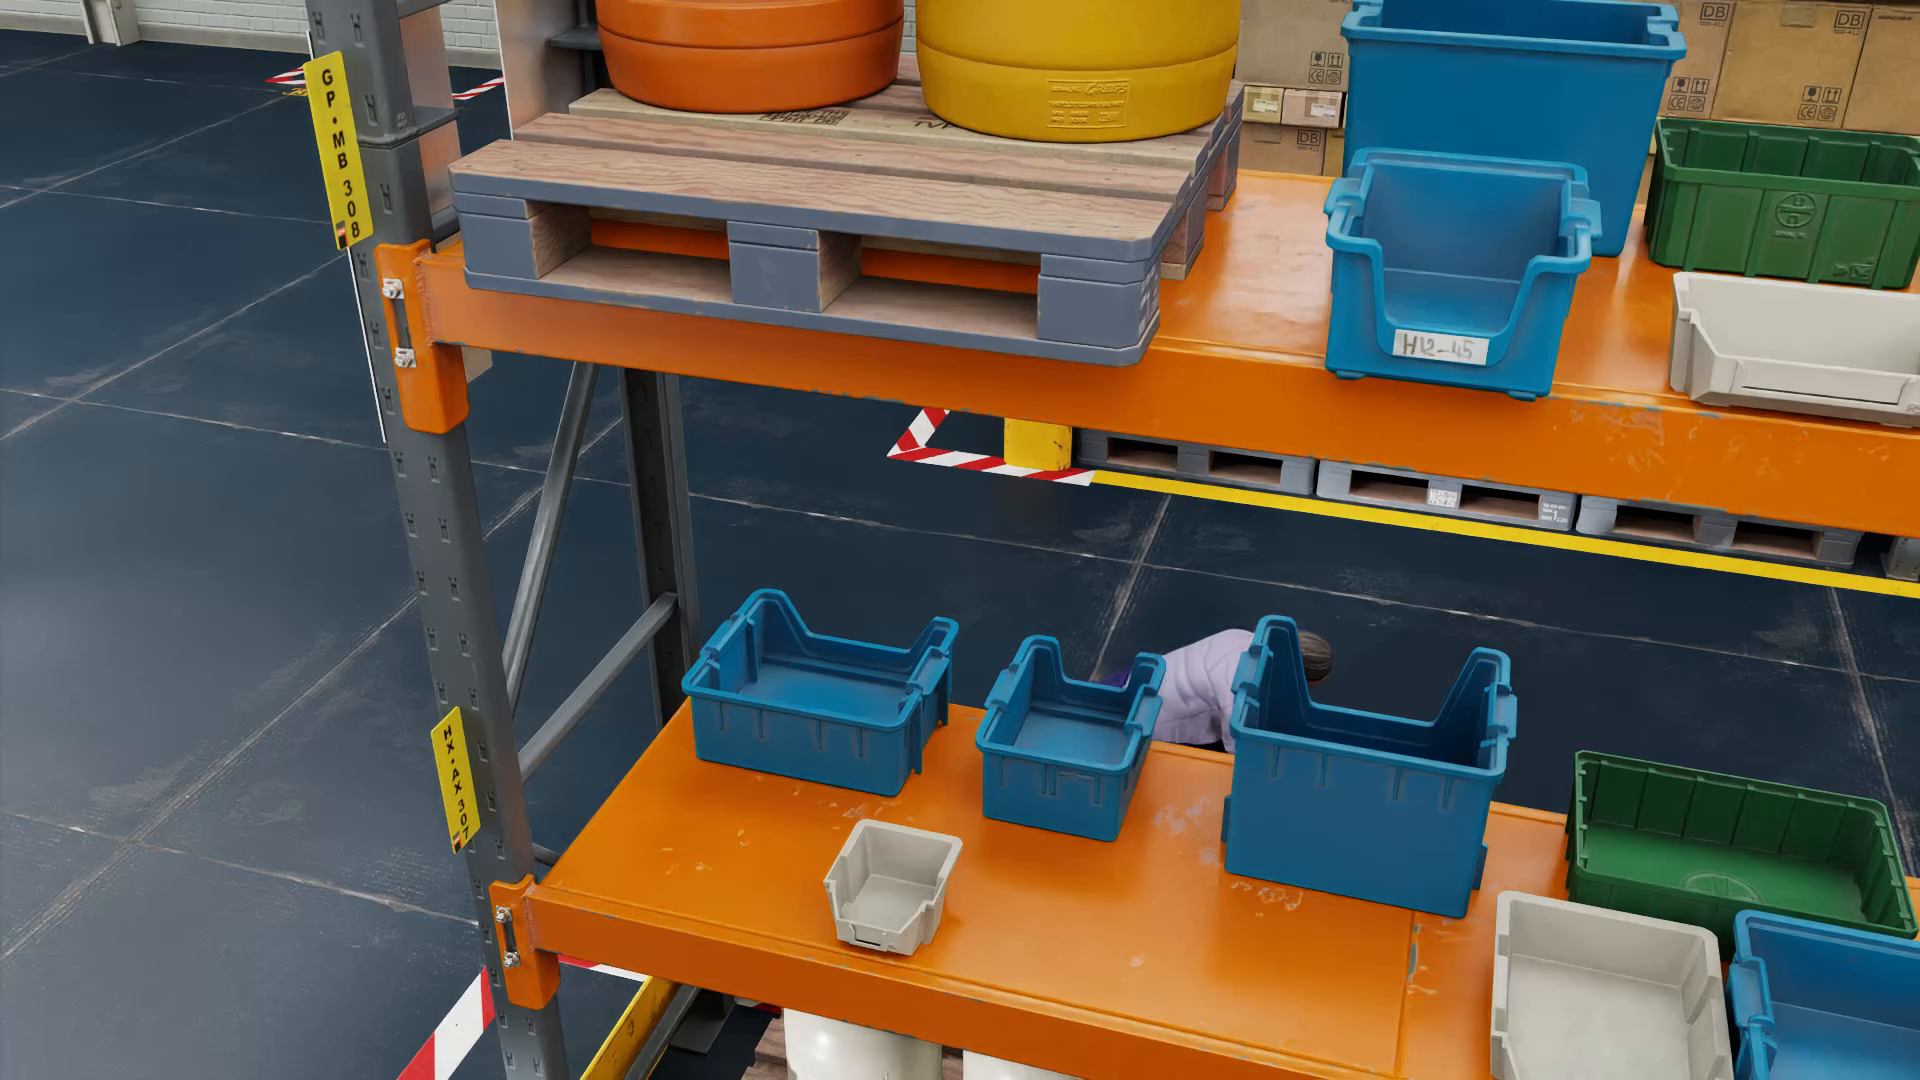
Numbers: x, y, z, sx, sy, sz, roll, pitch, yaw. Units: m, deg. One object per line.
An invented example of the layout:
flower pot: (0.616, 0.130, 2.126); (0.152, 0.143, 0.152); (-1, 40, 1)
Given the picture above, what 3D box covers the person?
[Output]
person: (0.778, 0.373, 5.531); (0.566, 1.608, 0.438); (8, 30, 14)
